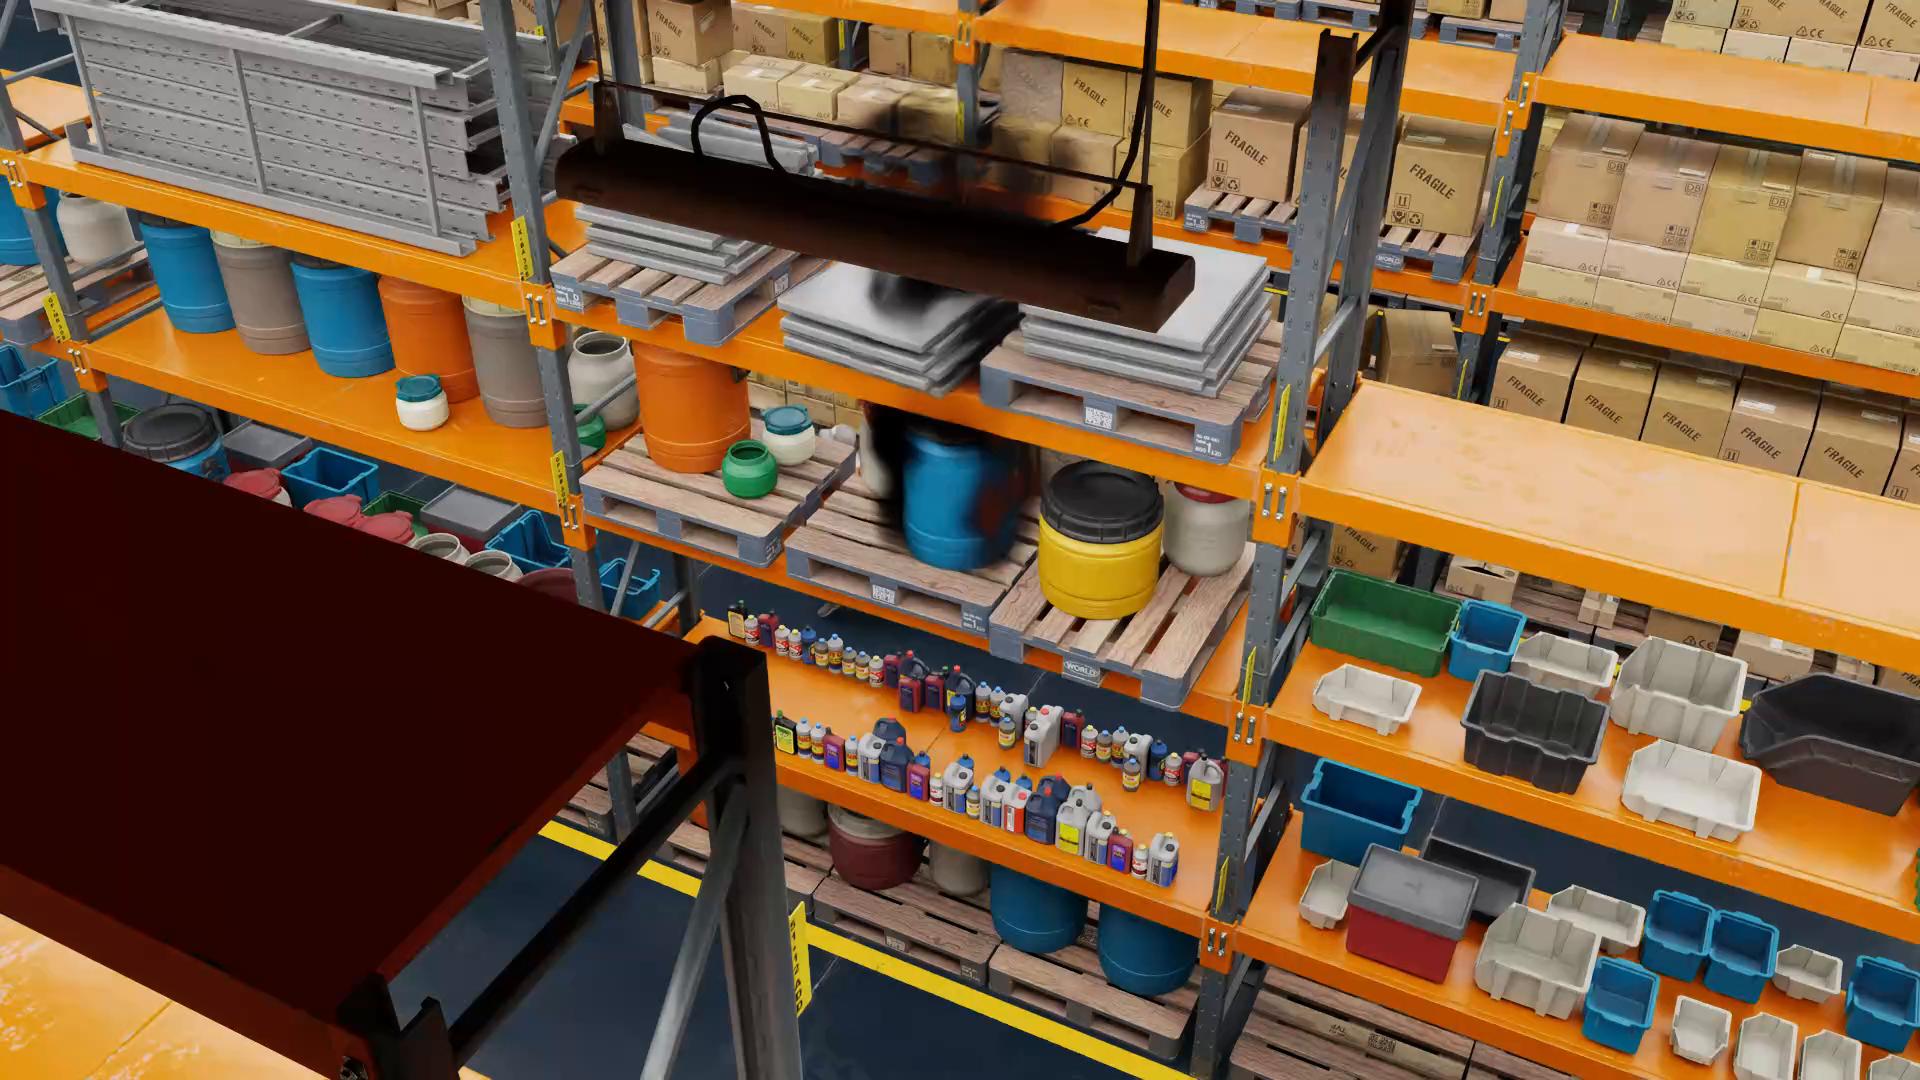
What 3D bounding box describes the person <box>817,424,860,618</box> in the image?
[{"bbox_3d":[-0.891,-0.129,12.629,0.691,1.715,0.587,11,36,15],"label":"person"}]
